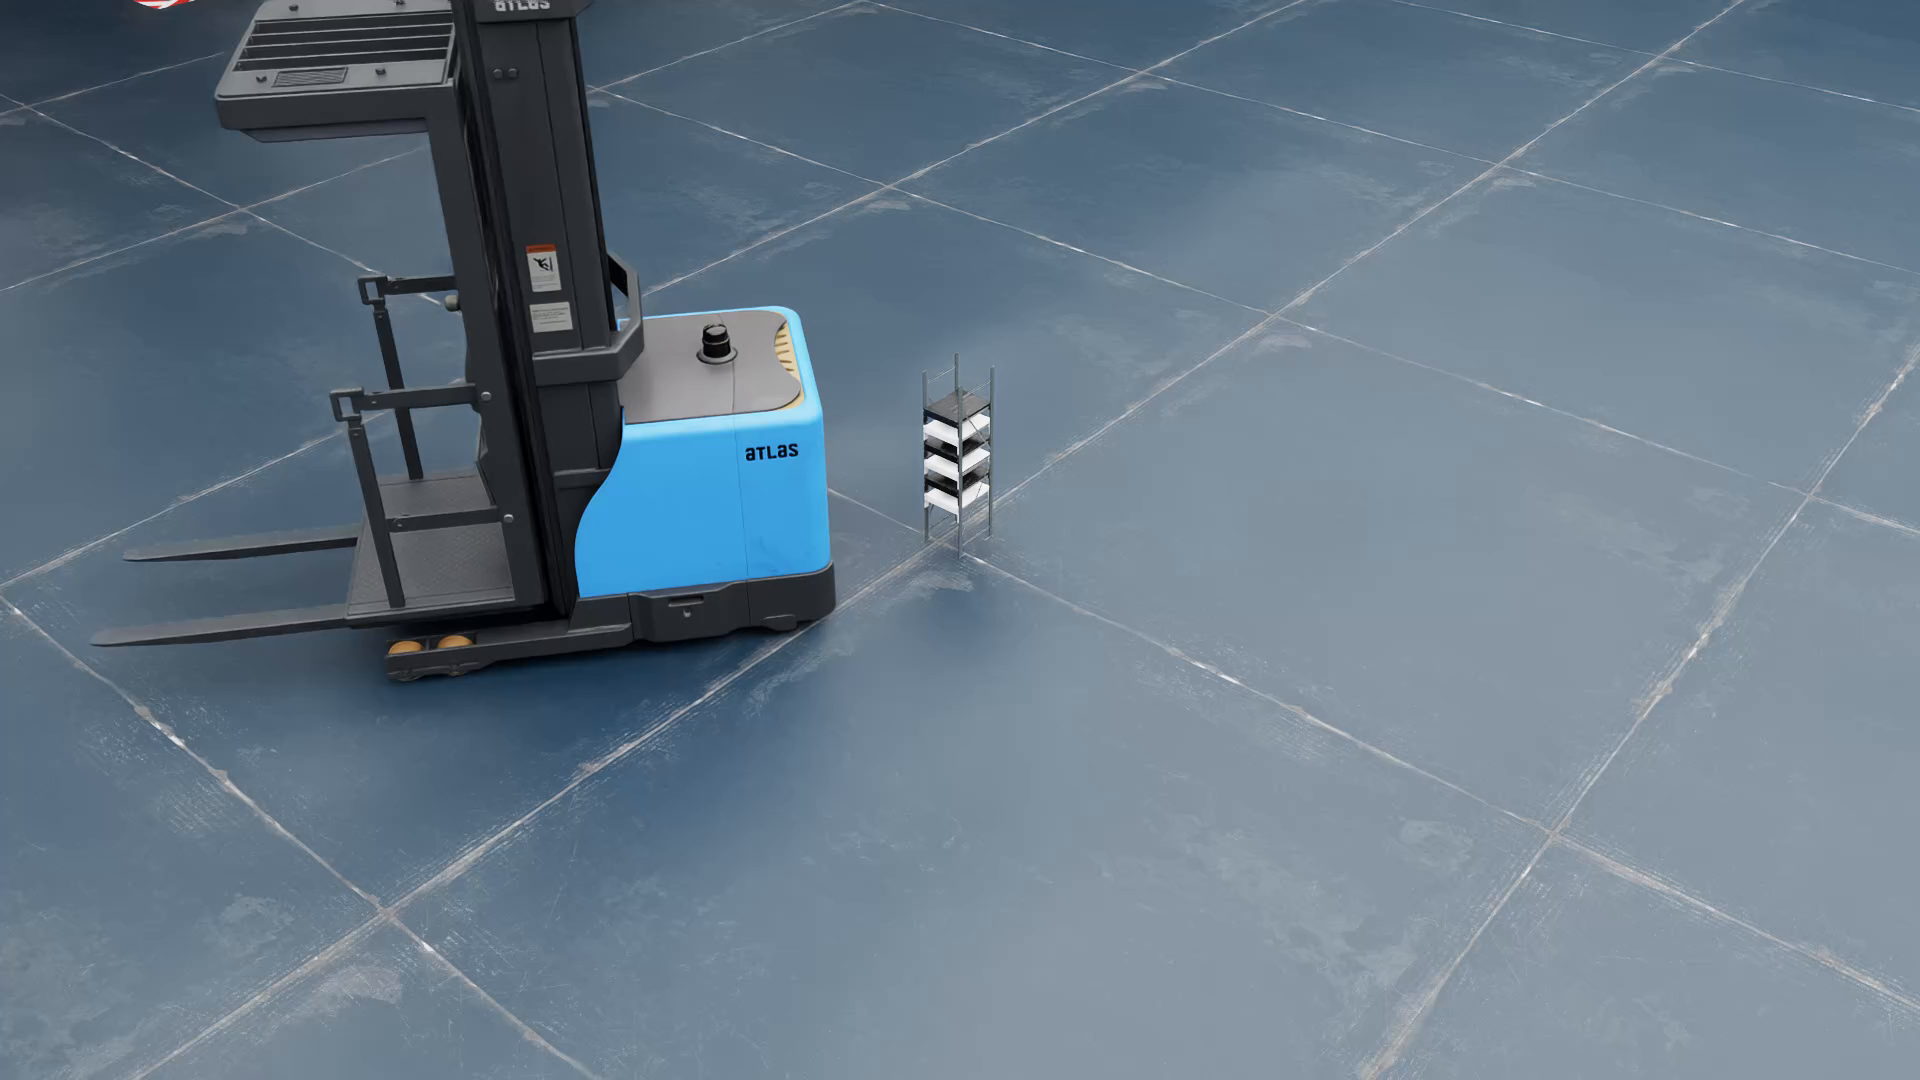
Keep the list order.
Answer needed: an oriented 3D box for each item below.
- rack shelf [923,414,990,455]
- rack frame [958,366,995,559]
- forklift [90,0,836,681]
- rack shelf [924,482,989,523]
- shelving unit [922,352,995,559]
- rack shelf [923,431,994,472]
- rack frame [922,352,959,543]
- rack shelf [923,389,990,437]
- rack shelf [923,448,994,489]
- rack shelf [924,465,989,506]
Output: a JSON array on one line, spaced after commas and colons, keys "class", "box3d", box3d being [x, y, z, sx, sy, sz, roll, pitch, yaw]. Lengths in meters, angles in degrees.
[{"class": "rack shelf", "box3d": [-0.006, -0.495, 7.417, 0.200, 0.077, 0.258, 25, 42, 32]}, {"class": "rack frame", "box3d": [0.072, -0.337, 7.446, 0.006, 0.900, 0.240, 25, 42, 32]}, {"class": "forklift", "box3d": [-2.107, -0.949, 6.543, 3.031, 2.935, 1.130, -6, 35, -9]}, {"class": "rack shelf", "box3d": [-0.006, -0.198, 7.620, 0.200, 0.077, 0.258, 25, 42, 32]}, {"class": "shelving unit", "box3d": [-0.006, -0.374, 7.500, 0.210, 0.900, 0.258, 25, 42, 32]}, {"class": "rack shelf", "box3d": [-0.006, -0.421, 7.467, 0.200, 0.077, 0.258, 25, 42, 32]}, {"class": "rack frame", "box3d": [-0.084, -0.411, 7.553, 0.006, 0.900, 0.240, 25, 42, 32]}, {"class": "rack shelf", "box3d": [-0.006, -0.569, 7.366, 0.200, 0.077, 0.258, 25, 42, 32]}, {"class": "rack shelf", "box3d": [-0.006, -0.346, 7.518, 0.200, 0.077, 0.258, 25, 42, 32]}, {"class": "rack shelf", "box3d": [-0.006, -0.272, 7.569, 0.200, 0.077, 0.258, 25, 42, 32]}]
